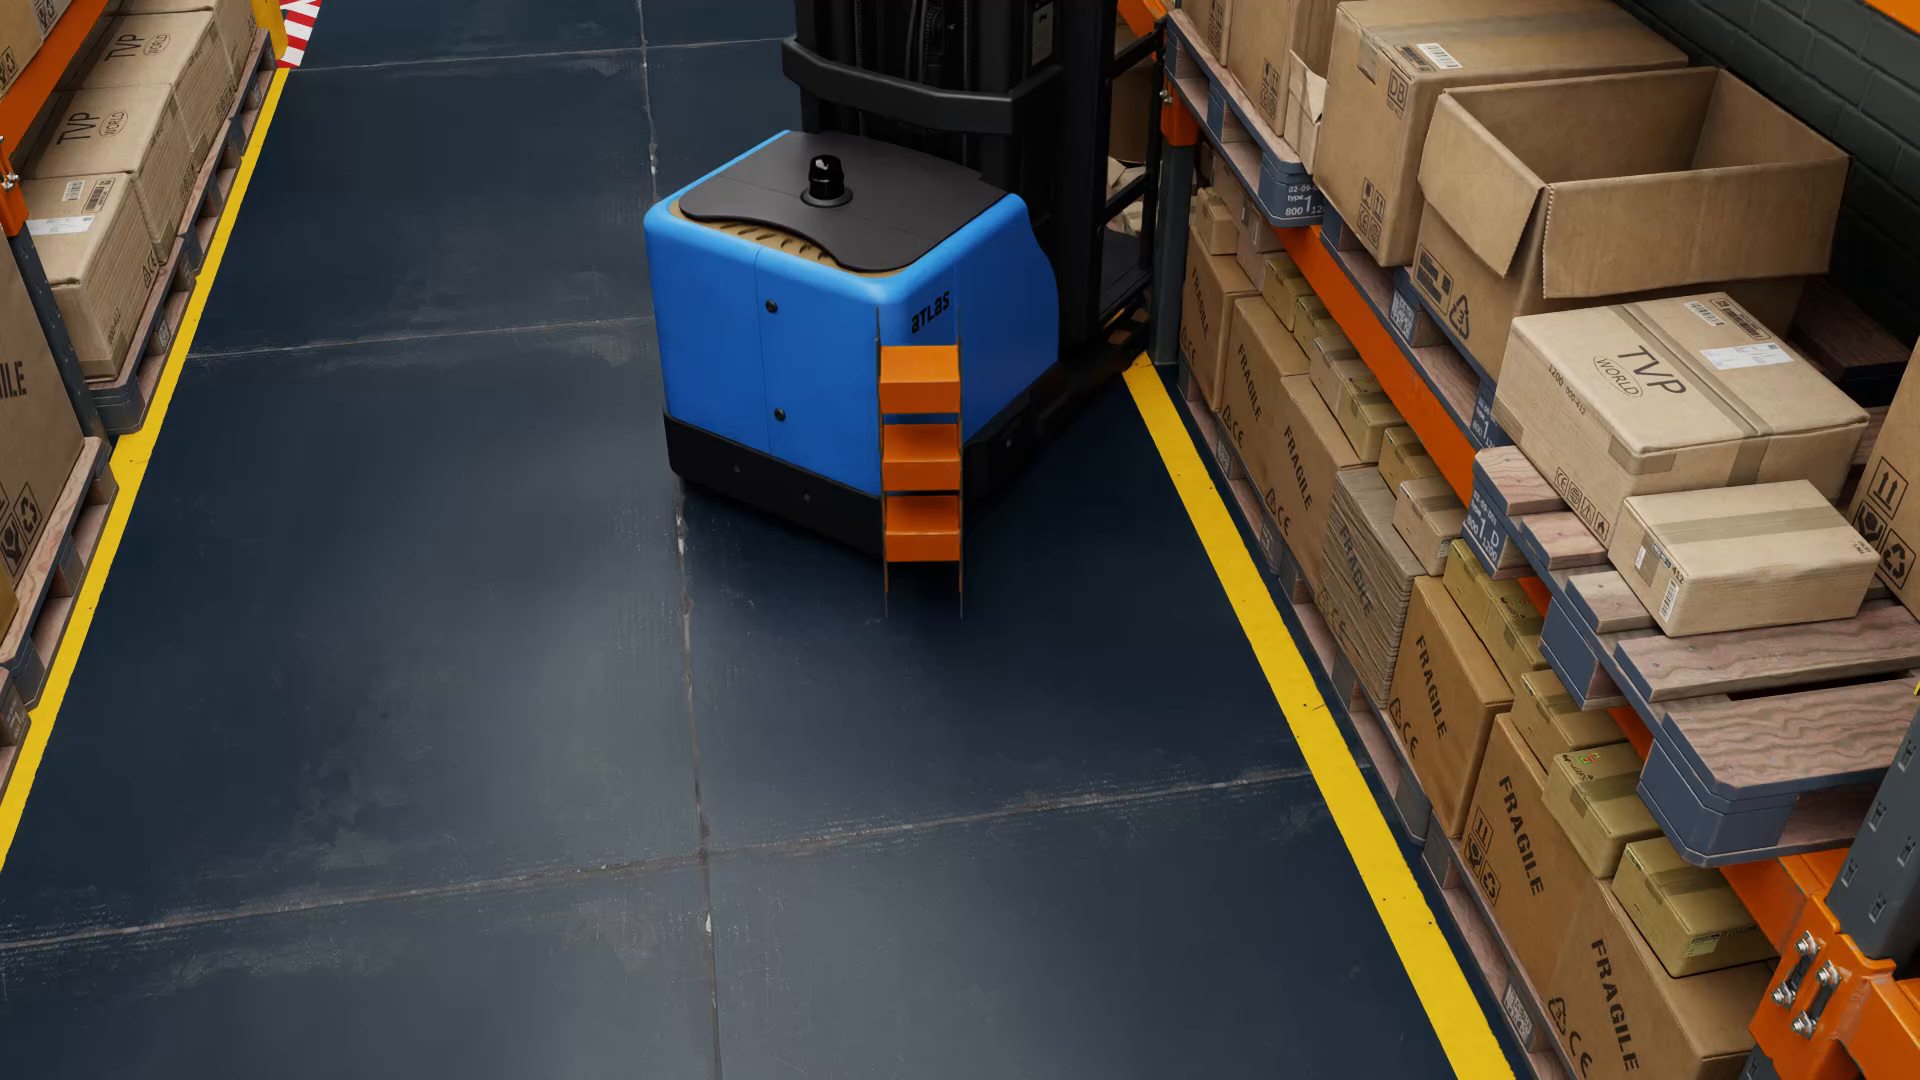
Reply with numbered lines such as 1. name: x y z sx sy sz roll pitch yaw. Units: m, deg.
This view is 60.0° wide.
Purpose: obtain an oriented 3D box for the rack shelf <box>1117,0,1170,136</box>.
1. rack shelf: 0.907 -2.887 7.607 1.077 0.370 4.000 -6 38 -8

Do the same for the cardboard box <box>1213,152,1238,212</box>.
1. cardboard box: 1.118 -1.276 5.872 0.380 0.149 0.250 -7 38 -9

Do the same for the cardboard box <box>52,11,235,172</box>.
1. cardboard box: -3.947 -2.057 7.699 0.875 0.438 0.875 -5 38 -7

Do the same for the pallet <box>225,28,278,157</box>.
1. pallet: -4.112 -2.267 8.496 1.003 0.211 1.213 -6 38 -8

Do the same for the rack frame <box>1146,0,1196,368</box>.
1. rack frame: 1.258 -1.963 5.832 1.000 3.000 0.127 -6 38 -8

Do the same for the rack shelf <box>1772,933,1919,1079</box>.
1. rack shelf: 2.310 1.945 1.387 1.077 0.370 4.000 -6 38 -8

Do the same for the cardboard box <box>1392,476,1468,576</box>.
1. cardboard box: 1.418 -0.057 4.544 0.380 0.149 0.250 -8 39 -10

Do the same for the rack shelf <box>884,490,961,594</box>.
1. rack shelf: -0.120 0.007 5.356 0.240 0.259 0.215 -1 38 -1

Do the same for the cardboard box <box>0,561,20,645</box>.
1. cardboard box: -3.275 0.157 4.492 0.875 0.875 0.875 -5 38 -7

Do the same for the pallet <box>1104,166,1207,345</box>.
1. pallet: 1.138 -1.276 7.221 1.003 0.211 1.213 -6 38 -8

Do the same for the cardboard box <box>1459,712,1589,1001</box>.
1. cardboard box: 1.596 0.739 4.049 0.500 0.500 0.500 -7 38 -9

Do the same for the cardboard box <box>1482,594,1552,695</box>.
1. cardboard box: 1.540 0.258 4.140 0.380 0.149 0.250 -5 38 -7

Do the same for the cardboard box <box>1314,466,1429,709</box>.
1. cardboard box: 1.392 0.111 4.857 0.500 0.500 0.500 -8 38 -10

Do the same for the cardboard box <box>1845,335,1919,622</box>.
1. cardboard box: 2.023 -0.080 2.984 0.500 0.500 0.500 -5 38 -6

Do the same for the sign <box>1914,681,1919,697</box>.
1. sign: 1.427 0.091 2.308 0.100 0.325 0.005 -6 38 -8

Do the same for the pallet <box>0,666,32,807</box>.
1. pallet: -3.202 0.871 4.457 1.003 0.211 1.213 -6 38 -8

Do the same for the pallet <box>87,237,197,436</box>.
1. pallet: -3.685 -0.793 6.599 1.003 0.211 1.213 -6 38 -8

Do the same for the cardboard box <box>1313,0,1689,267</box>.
1. cardboard box: 1.351 -1.065 4.252 0.700 0.500 0.500 -6 38 -8

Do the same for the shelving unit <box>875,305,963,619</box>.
1. shelving unit: -0.120 -0.221 5.179 0.252 1.050 0.215 -1 38 -1

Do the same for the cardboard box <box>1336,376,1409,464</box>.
1. cardboard box: 1.349 -0.370 4.948 0.380 0.149 0.250 -5 38 -6

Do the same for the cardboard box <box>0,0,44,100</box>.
1. cardboard box: -3.453 -1.778 5.512 0.500 0.500 0.500 -5 38 -6

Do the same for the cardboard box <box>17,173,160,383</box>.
1. cardboard box: -3.633 -0.971 6.302 0.875 0.438 0.875 -7 38 -9

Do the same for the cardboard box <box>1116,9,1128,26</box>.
1. cardboard box: 0.676 -2.327 7.996 0.500 0.500 0.500 -6 38 -7

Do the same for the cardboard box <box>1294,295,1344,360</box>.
1. cardboard box: 1.301 -0.676 5.341 0.380 0.149 0.250 -7 38 -9

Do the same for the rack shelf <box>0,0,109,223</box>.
1. rack shelf: -3.979 -2.351 6.917 1.077 0.370 4.000 -6 38 -8

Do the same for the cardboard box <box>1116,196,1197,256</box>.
1. cardboard box: 0.871 -1.308 6.970 0.380 0.149 0.250 -7 38 -9

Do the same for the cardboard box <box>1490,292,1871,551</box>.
1. cardboard box: 1.455 -0.256 3.414 0.500 0.250 0.500 -8 39 -10

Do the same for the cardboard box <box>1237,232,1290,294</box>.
1. cardboard box: 1.183 -0.993 5.750 0.380 0.149 0.250 -7 38 -9

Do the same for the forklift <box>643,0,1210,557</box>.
1. forklift: 0.172 -1.973 5.900 1.130 2.935 3.031 21 43 25

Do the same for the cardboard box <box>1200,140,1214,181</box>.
1. cardboard box: 1.299 -1.689 7.461 0.380 0.149 0.250 -7 38 -9

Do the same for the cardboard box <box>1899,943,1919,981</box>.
1. cardboard box: 2.161 0.990 3.726 0.500 0.500 0.500 -5 38 -6

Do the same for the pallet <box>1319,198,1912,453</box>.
1. pallet: 1.614 -0.645 4.292 1.003 0.211 1.213 -6 38 -8

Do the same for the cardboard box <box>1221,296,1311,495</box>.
1. cardboard box: 1.224 -0.505 5.650 0.500 0.500 0.500 -7 38 -9

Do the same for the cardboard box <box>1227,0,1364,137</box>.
1. cardboard box: 1.213 -1.539 4.862 0.700 0.500 0.500 -6 38 -7

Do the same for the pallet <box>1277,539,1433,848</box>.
1. pallet: 1.655 0.364 5.109 1.003 0.211 1.213 -6 38 -8

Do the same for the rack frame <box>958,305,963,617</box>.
1. rack frame: 0.002 -0.223 5.181 0.008 1.050 0.200 -1 38 -1

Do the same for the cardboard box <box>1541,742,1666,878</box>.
1. cardboard box: 1.545 0.586 3.718 0.380 0.149 0.250 -8 39 -10
